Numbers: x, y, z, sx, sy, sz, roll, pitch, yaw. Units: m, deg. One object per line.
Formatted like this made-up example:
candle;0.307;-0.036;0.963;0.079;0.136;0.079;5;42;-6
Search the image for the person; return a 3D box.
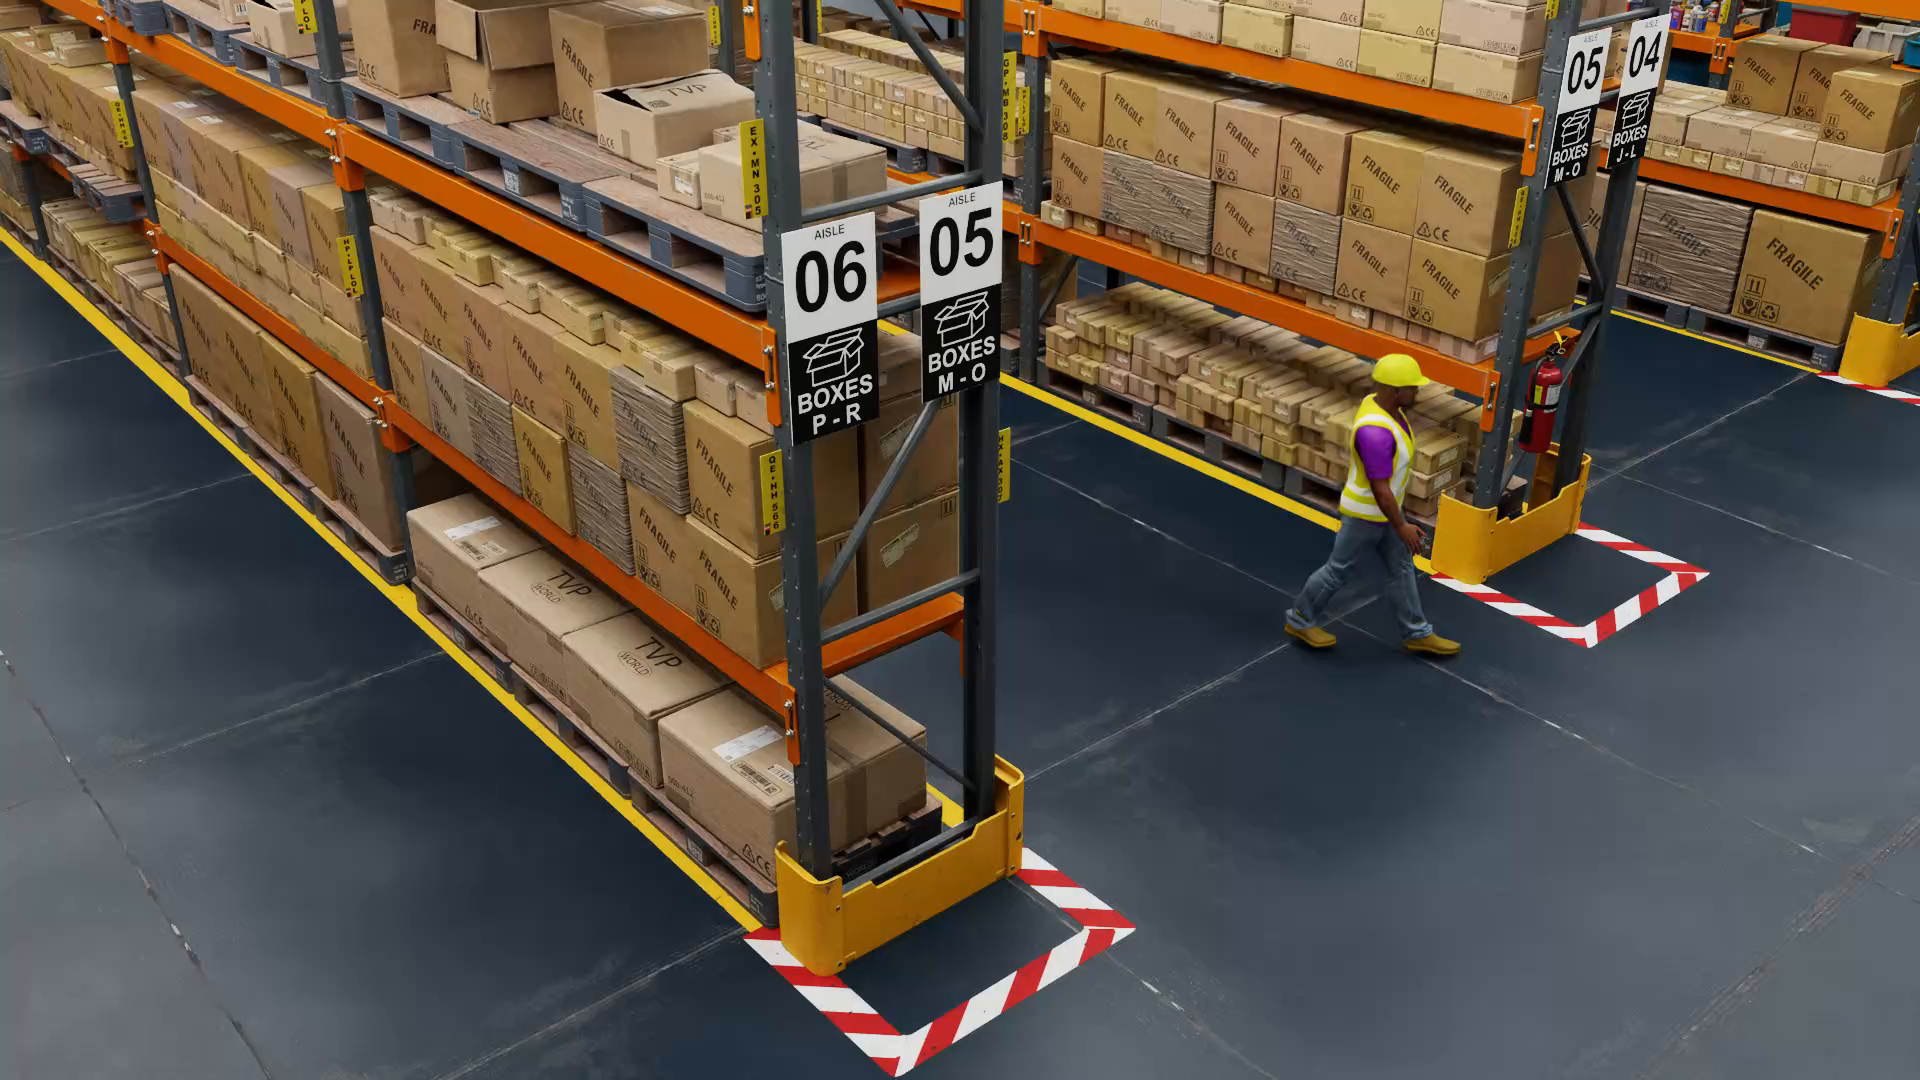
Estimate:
person;2.286;-0.169;8.872;0.958;1.719;0.588;12;30;21
